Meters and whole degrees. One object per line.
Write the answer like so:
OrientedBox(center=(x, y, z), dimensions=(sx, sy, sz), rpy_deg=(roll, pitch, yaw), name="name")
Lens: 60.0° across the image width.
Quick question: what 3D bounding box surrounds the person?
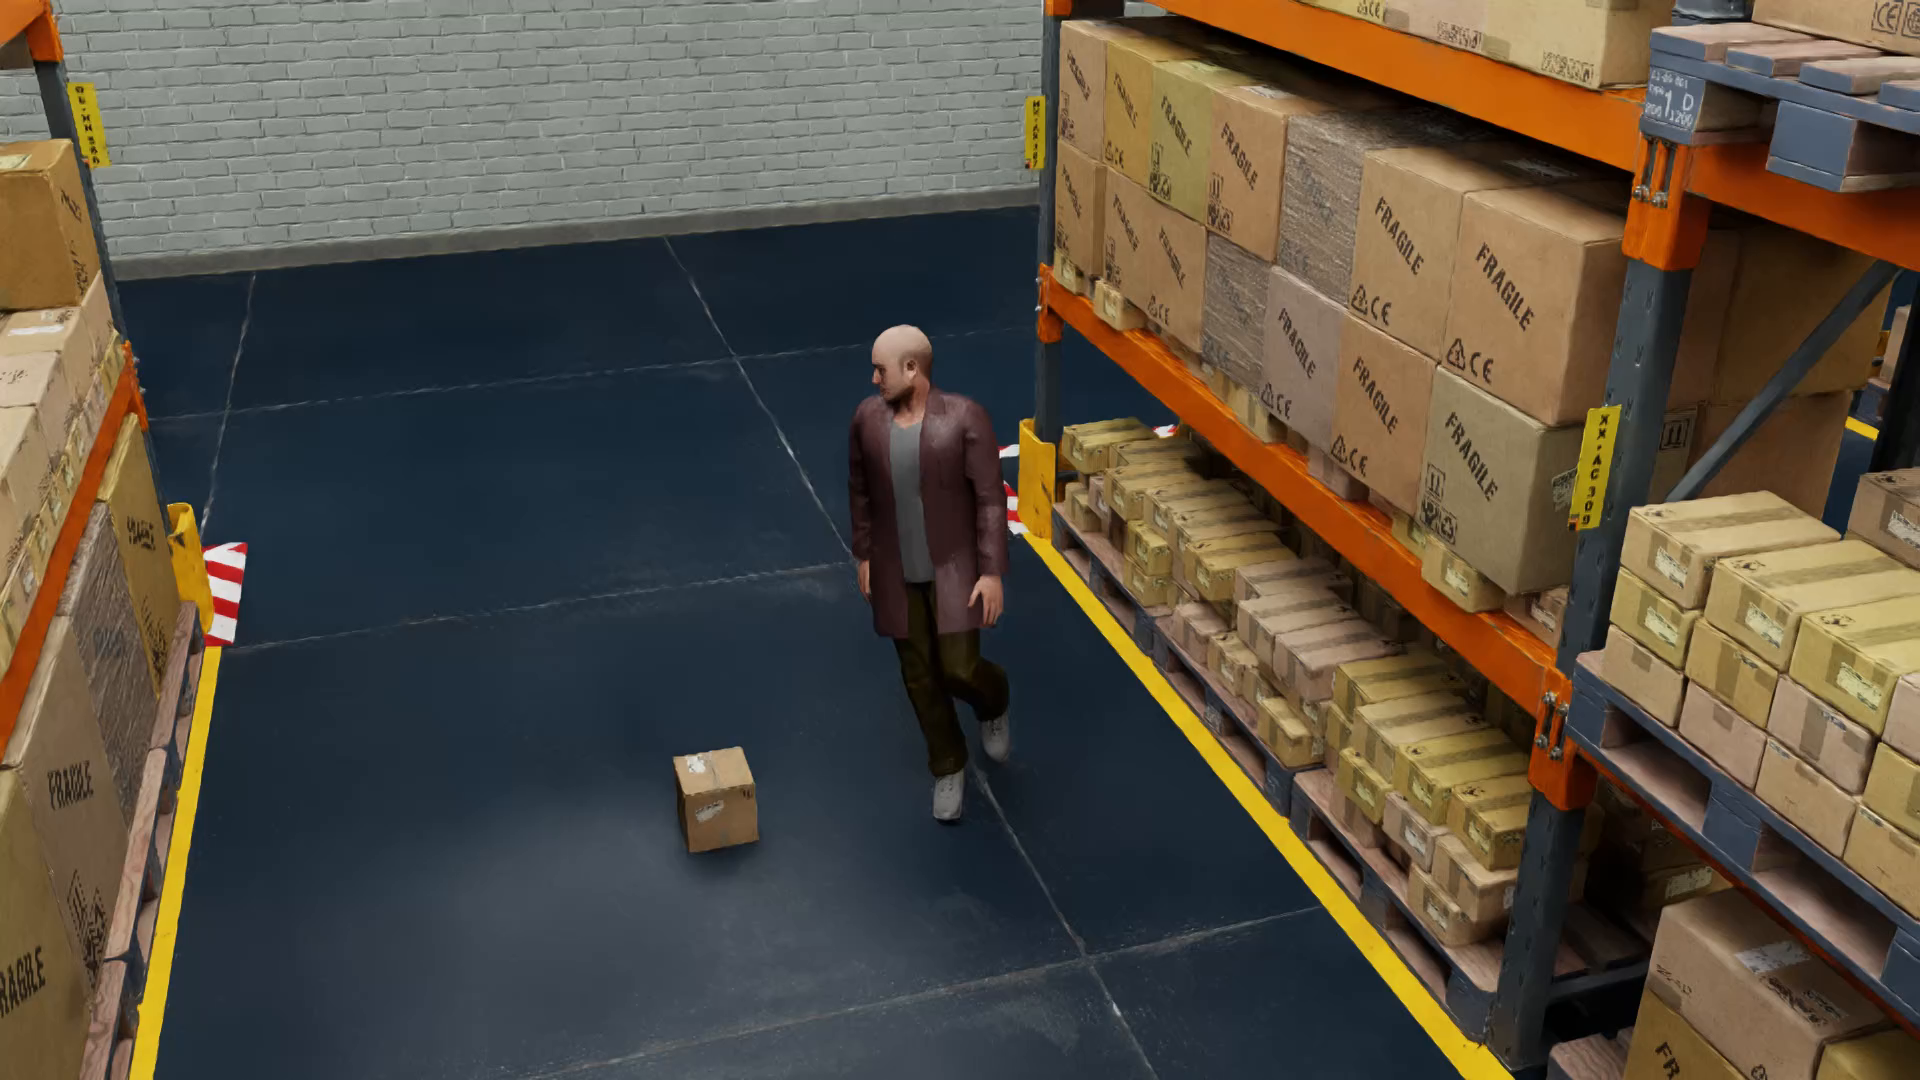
OrientedBox(center=(-0.117, 0.103, 5.935), dimensions=(0.651, 1.761, 0.600), rpy_deg=(7, 27, 15), name="person")
